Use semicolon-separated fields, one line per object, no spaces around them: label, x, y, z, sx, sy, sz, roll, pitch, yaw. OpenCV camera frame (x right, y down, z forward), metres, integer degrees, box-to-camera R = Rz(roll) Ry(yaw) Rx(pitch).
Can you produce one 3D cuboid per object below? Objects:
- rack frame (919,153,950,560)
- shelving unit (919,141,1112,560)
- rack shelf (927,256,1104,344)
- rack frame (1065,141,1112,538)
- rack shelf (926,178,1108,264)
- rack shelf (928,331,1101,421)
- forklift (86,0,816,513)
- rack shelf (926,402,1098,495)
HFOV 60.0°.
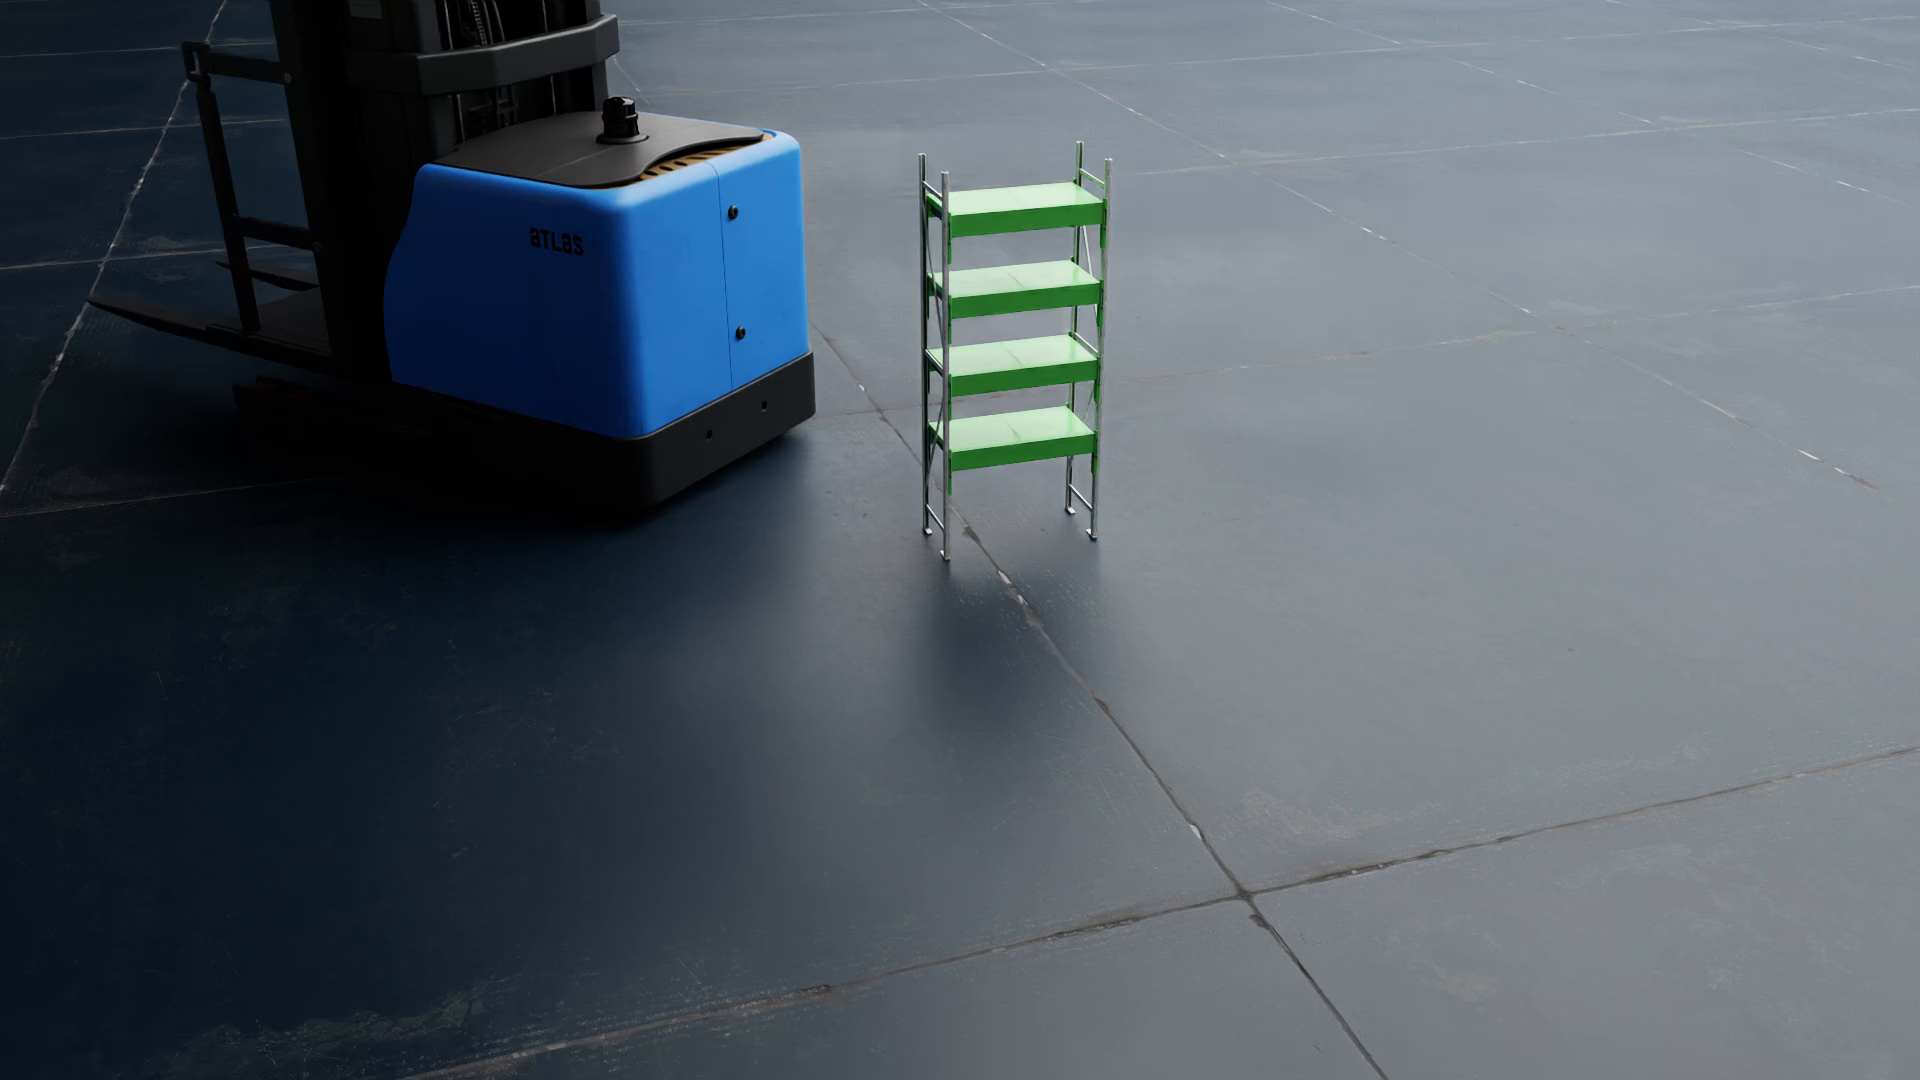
rack frame;-0.075;-0.527;4.961;0.015;1.200;0.240;-8;28;-16
shelving unit;0.157;-0.560;5.029;0.503;1.200;0.258;-8;28;-16
rack shelf;0.157;-0.718;4.951;0.480;0.148;0.258;-8;28;-16
rack frame;0.389;-0.594;5.097;0.015;1.200;0.240;-8;28;-16
rack shelf;0.157;-0.933;4.844;0.480;0.148;0.258;-8;28;-16
rack shelf;0.157;-0.503;5.058;0.480;0.148;0.258;-8;28;-16
forklift;-2.053;-1.870;5.721;3.031;2.935;1.130;15;30;27
rack shelf;0.157;-0.288;5.164;0.480;0.148;0.258;-8;28;-16
